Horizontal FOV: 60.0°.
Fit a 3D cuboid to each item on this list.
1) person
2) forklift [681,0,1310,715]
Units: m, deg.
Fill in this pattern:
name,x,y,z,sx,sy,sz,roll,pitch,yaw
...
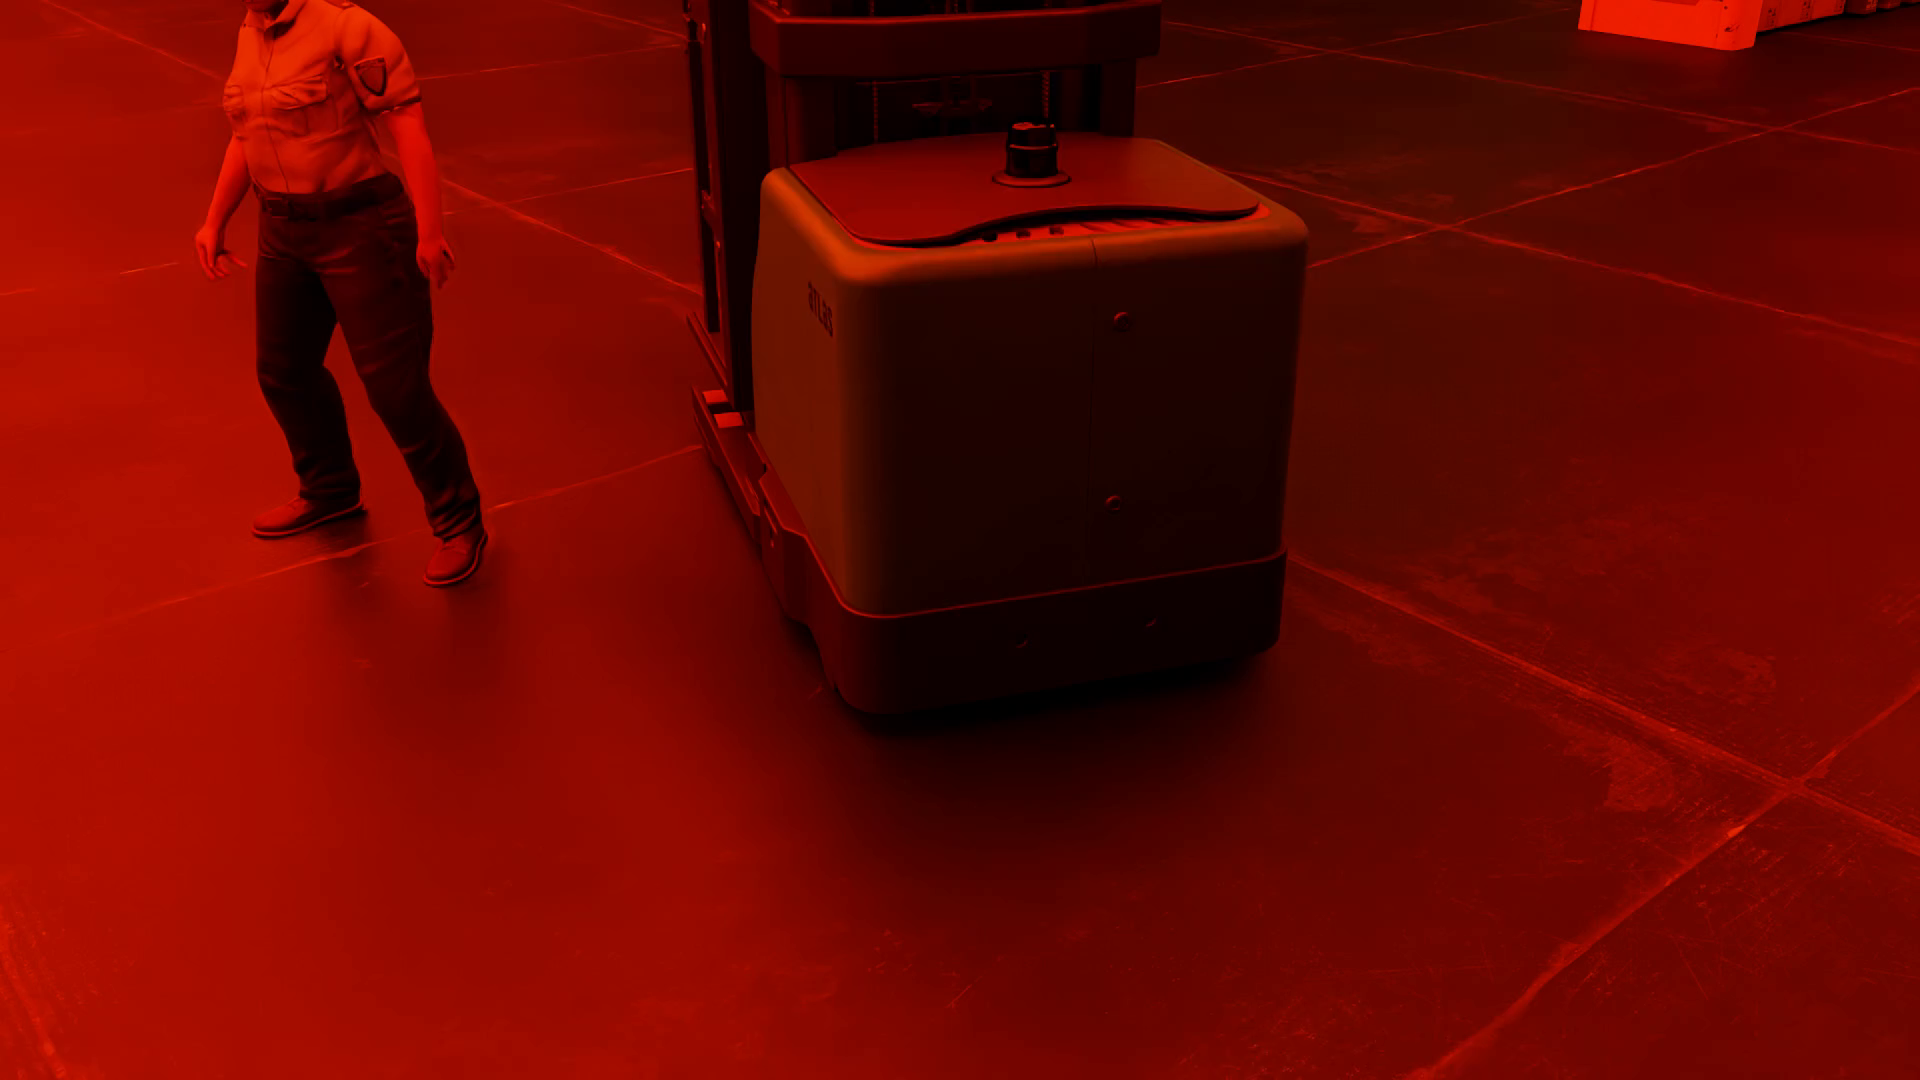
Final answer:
name,x,y,z,sx,sy,sz,roll,pitch,yaw
person,-1.564,-0.734,4.158,0.748,1.640,0.344,13,29,25
forklift,-0.185,-1.571,4.371,1.130,2.935,3.031,-8,27,-16
